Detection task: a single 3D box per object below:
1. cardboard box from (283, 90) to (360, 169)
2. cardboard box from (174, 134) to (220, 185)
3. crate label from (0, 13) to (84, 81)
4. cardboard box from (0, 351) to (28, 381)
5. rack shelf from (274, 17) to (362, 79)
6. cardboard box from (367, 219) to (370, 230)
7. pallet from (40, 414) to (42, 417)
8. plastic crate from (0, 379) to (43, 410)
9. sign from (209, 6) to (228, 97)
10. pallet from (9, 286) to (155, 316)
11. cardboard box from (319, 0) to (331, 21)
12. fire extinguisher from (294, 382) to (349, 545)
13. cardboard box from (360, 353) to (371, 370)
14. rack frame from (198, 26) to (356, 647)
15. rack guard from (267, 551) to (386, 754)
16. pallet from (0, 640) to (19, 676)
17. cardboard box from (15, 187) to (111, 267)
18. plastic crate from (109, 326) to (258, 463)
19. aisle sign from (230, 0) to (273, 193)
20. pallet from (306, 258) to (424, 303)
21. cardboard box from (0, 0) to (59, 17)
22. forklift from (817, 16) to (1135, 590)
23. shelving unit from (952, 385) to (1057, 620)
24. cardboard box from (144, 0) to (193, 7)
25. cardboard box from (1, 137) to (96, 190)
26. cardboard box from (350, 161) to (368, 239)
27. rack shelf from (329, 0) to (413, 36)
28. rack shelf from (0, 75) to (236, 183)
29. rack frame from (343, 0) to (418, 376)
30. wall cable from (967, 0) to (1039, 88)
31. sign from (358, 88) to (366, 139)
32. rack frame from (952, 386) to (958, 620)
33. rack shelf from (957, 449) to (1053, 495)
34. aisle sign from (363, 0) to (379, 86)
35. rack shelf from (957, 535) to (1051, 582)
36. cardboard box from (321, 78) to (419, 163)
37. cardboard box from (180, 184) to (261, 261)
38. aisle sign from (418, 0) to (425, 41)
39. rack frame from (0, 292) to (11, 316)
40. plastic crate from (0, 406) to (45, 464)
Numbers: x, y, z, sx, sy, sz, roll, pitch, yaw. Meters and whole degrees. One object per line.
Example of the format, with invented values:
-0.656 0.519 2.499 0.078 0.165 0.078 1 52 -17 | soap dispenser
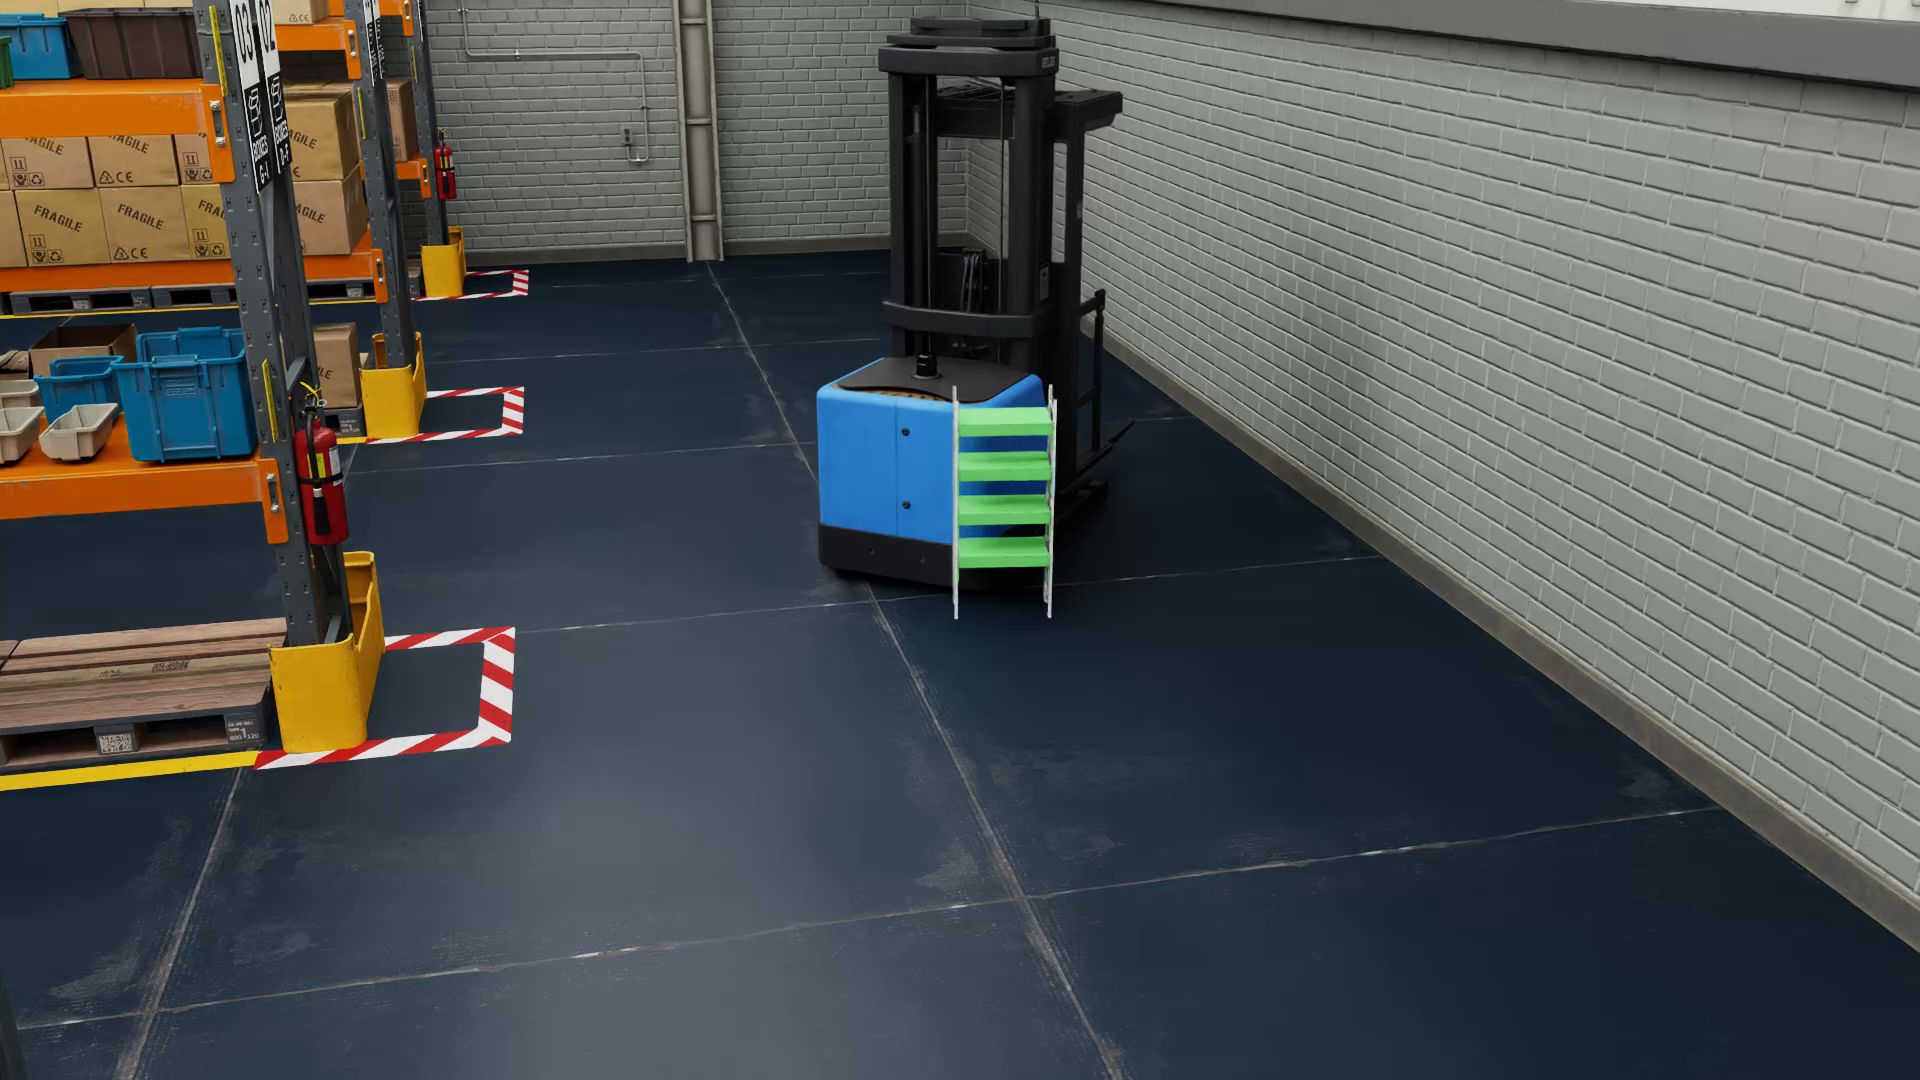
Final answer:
-4.574 -2.900 11.770 0.500 0.500 0.500 -4 20 -11 | cardboard box
-4.943 -2.679 11.168 0.500 0.500 0.500 -4 21 -11 | cardboard box
-3.918 -2.045 6.893 0.502 0.251 0.408 -5 21 -12 | crate label
-6.755 -1.157 11.881 0.500 0.311 0.500 -5 21 -12 | cardboard box
-6.028 -3.242 10.990 4.000 0.370 1.077 -5 21 -12 | rack shelf
-5.883 -2.922 16.455 0.500 0.500 0.700 -5 21 -12 | cardboard box
-6.116 -0.856 11.844 1.213 0.211 1.003 -5 21 -12 | pallet
-4.253 -0.615 7.430 0.298 0.136 0.250 -5 21 -12 | plastic crate
-2.803 -1.848 6.290 0.005 0.325 0.100 -5 21 -12 | sign
-8.360 -2.396 16.048 1.213 0.211 1.003 -5 21 -12 | pallet
-4.640 -3.713 11.446 0.500 0.250 0.500 -5 21 -12 | cardboard box
-2.694 -0.320 6.982 0.183 0.674 0.296 -5 21 -12 | fire extinguisher
-4.568 -1.280 12.453 0.250 0.149 0.380 -5 21 -12 | cardboard box
-2.946 -0.672 7.287 0.127 3.000 1.000 -5 21 -12 | rack frame
-2.925 0.496 7.734 0.348 0.500 1.175 -5 21 -12 | rack guard
-4.942 0.785 7.364 1.213 0.211 1.003 -5 21 -12 | pallet
-5.936 -2.131 11.125 0.500 0.500 0.500 -5 21 -13 | cardboard box
-3.228 -0.627 7.028 0.499 0.435 0.616 -5 21 -12 | plastic crate
-2.808 -1.800 6.588 0.004 0.787 0.394 -5 21 -12 | aisle sign
-5.985 -2.589 16.576 1.213 0.211 1.003 -5 21 -12 | pallet
-5.984 -3.425 10.661 0.500 0.250 0.500 -5 21 -12 | cardboard box
0.279 -1.576 9.855 1.130 2.935 3.031 9 22 23 | forklift
0.219 -0.185 8.553 0.503 1.200 0.258 -1 24 -3 | shelving unit
-5.010 -3.503 10.874 0.500 0.250 0.500 -5 21 -12 | cardboard box
-5.946 -2.596 10.941 0.500 0.500 0.500 -4 20 -11 | cardboard box
-4.574 -2.430 11.942 0.500 0.500 0.500 -4 21 -11 | cardboard box
-7.172 -4.900 15.516 4.000 0.370 1.077 -5 21 -12 | rack shelf
-4.892 -1.584 6.463 4.000 0.370 1.077 -5 21 -12 | rack shelf
-4.082 -2.330 11.814 0.127 3.000 1.000 -5 21 -12 | rack frame
0.361 -5.675 16.738 0.112 2.526 3.097 -5 21 -12 | wall cable
-3.973 -2.835 11.049 0.005 0.325 0.100 -5 21 -12 | sign
-0.024 -0.180 8.540 0.015 1.200 0.240 -1 24 -3 | rack frame
0.220 -0.346 8.482 0.480 0.148 0.258 -1 24 -3 | rack shelf
-3.945 -3.454 11.102 0.004 0.787 0.394 -5 21 -12 | aisle sign
0.219 0.093 8.675 0.480 0.148 0.258 -1 24 -3 | rack shelf
-5.719 -4.085 16.169 0.700 0.700 0.980 -4 20 -10 | cardboard box
-4.959 -2.208 11.336 0.500 0.500 0.500 -4 21 -12 | cardboard box
-5.086 -5.114 15.634 0.004 0.787 0.394 -5 21 -12 | aisle sign
-9.118 -3.671 15.476 0.127 3.000 1.000 -5 21 -12 | rack frame
-3.983 -0.433 6.931 0.243 0.136 0.396 -5 21 -12 | plastic crate
